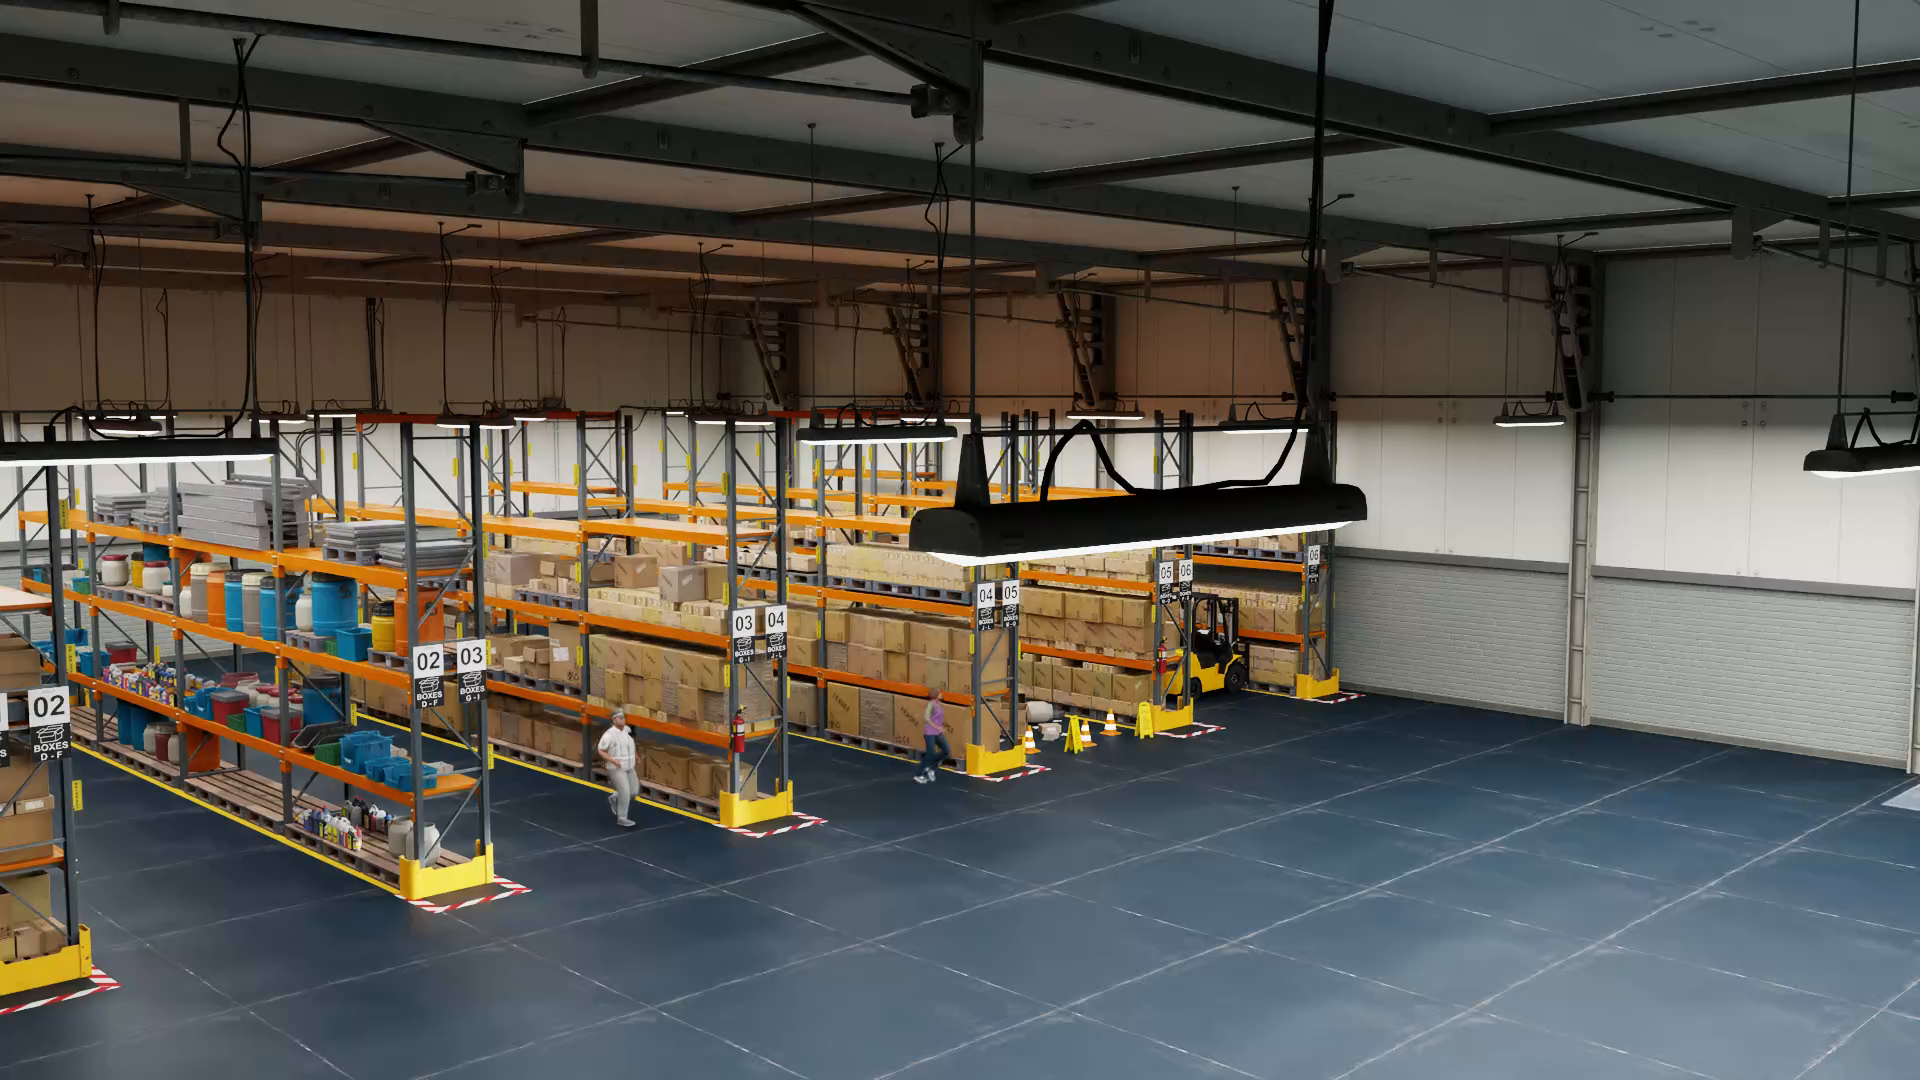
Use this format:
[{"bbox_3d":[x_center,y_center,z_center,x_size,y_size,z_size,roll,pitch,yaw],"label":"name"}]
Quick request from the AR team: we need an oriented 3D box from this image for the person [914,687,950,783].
[{"bbox_3d":[-0.424,3.181,27.274,0.562,1.545,0.590,2,5,25],"label":"person"}]

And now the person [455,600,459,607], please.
[{"bbox_3d":[-11.383,2.204,37.689,0.773,1.757,0.685,-3,6,-28],"label":"person"}]

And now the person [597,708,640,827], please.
[{"bbox_3d":[-5.041,3.331,24.555,0.645,1.733,0.664,3,6,35],"label":"person"}]
